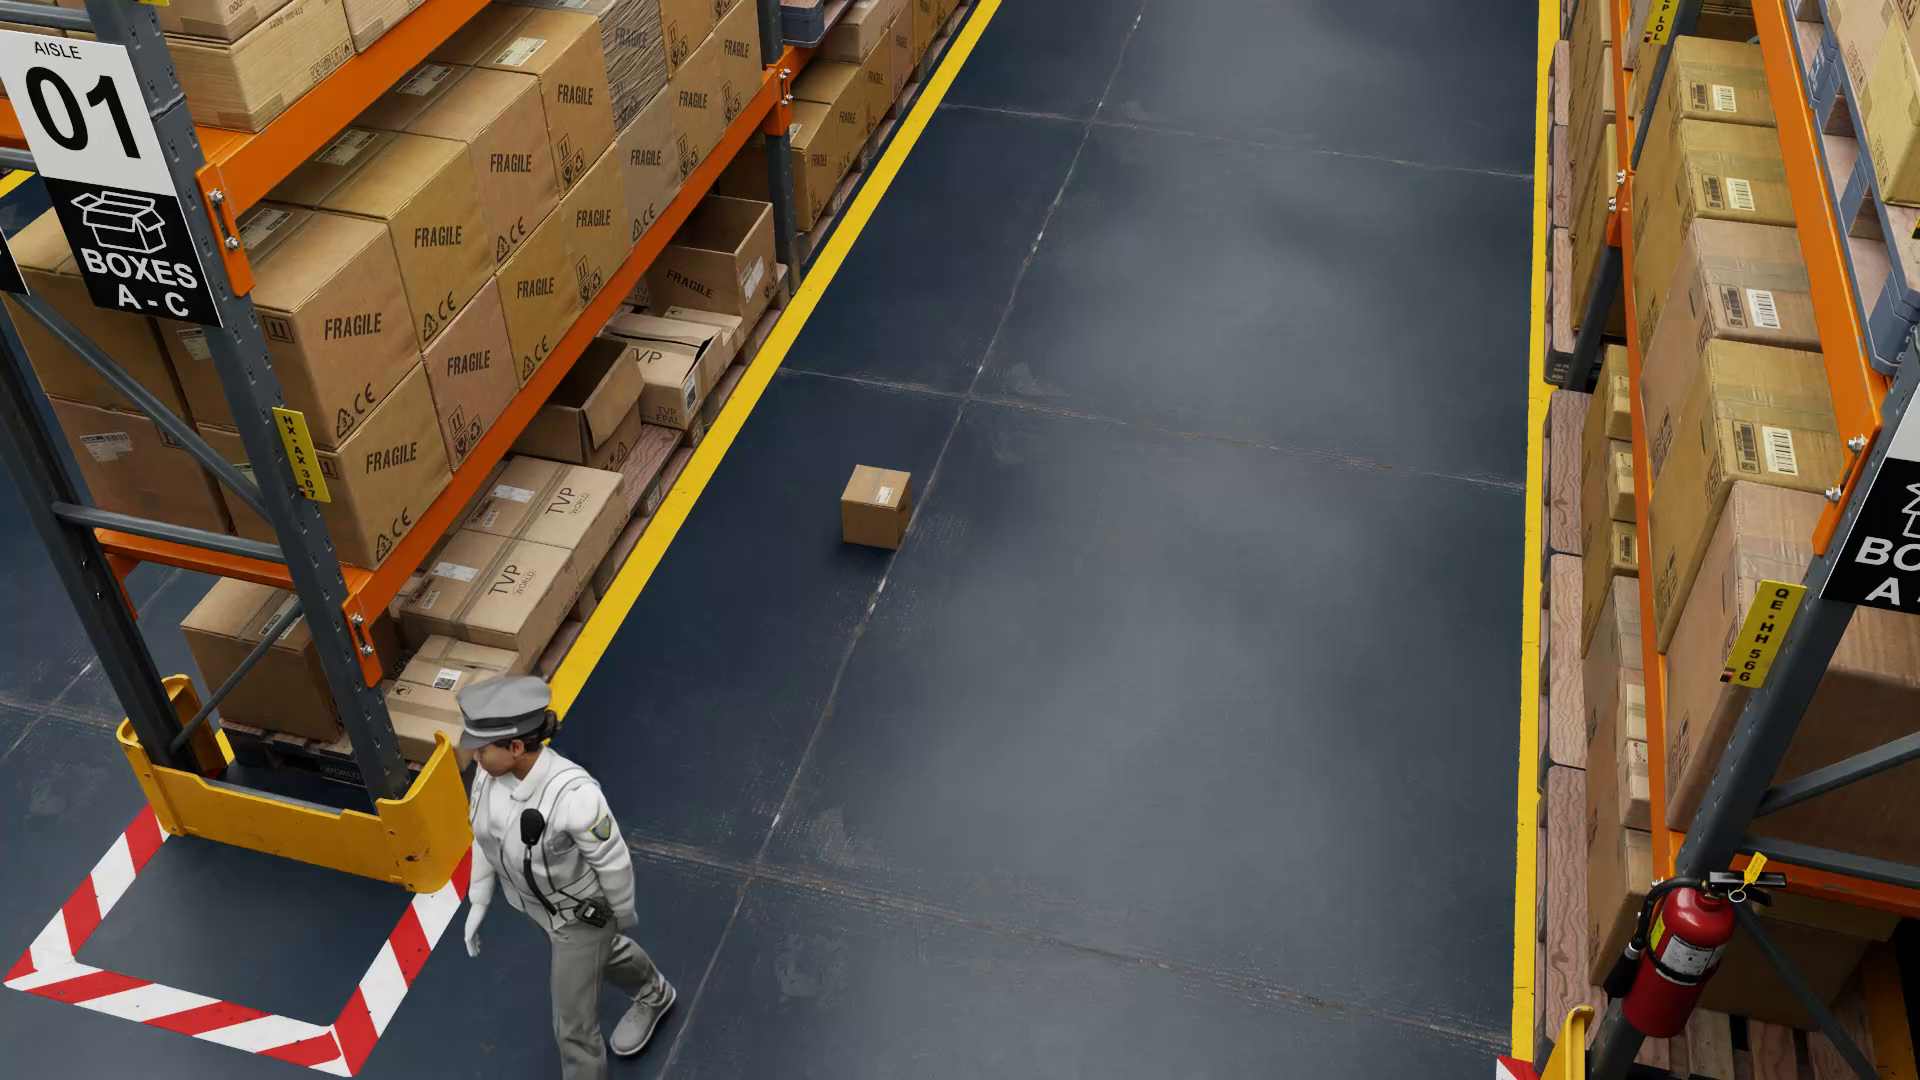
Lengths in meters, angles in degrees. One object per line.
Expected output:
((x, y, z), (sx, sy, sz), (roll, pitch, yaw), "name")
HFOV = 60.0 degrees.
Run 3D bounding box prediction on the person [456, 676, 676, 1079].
((-1.216, 1.117, 4.877), (0.548, 1.665, 0.758), (28, 49, 28), "person")
